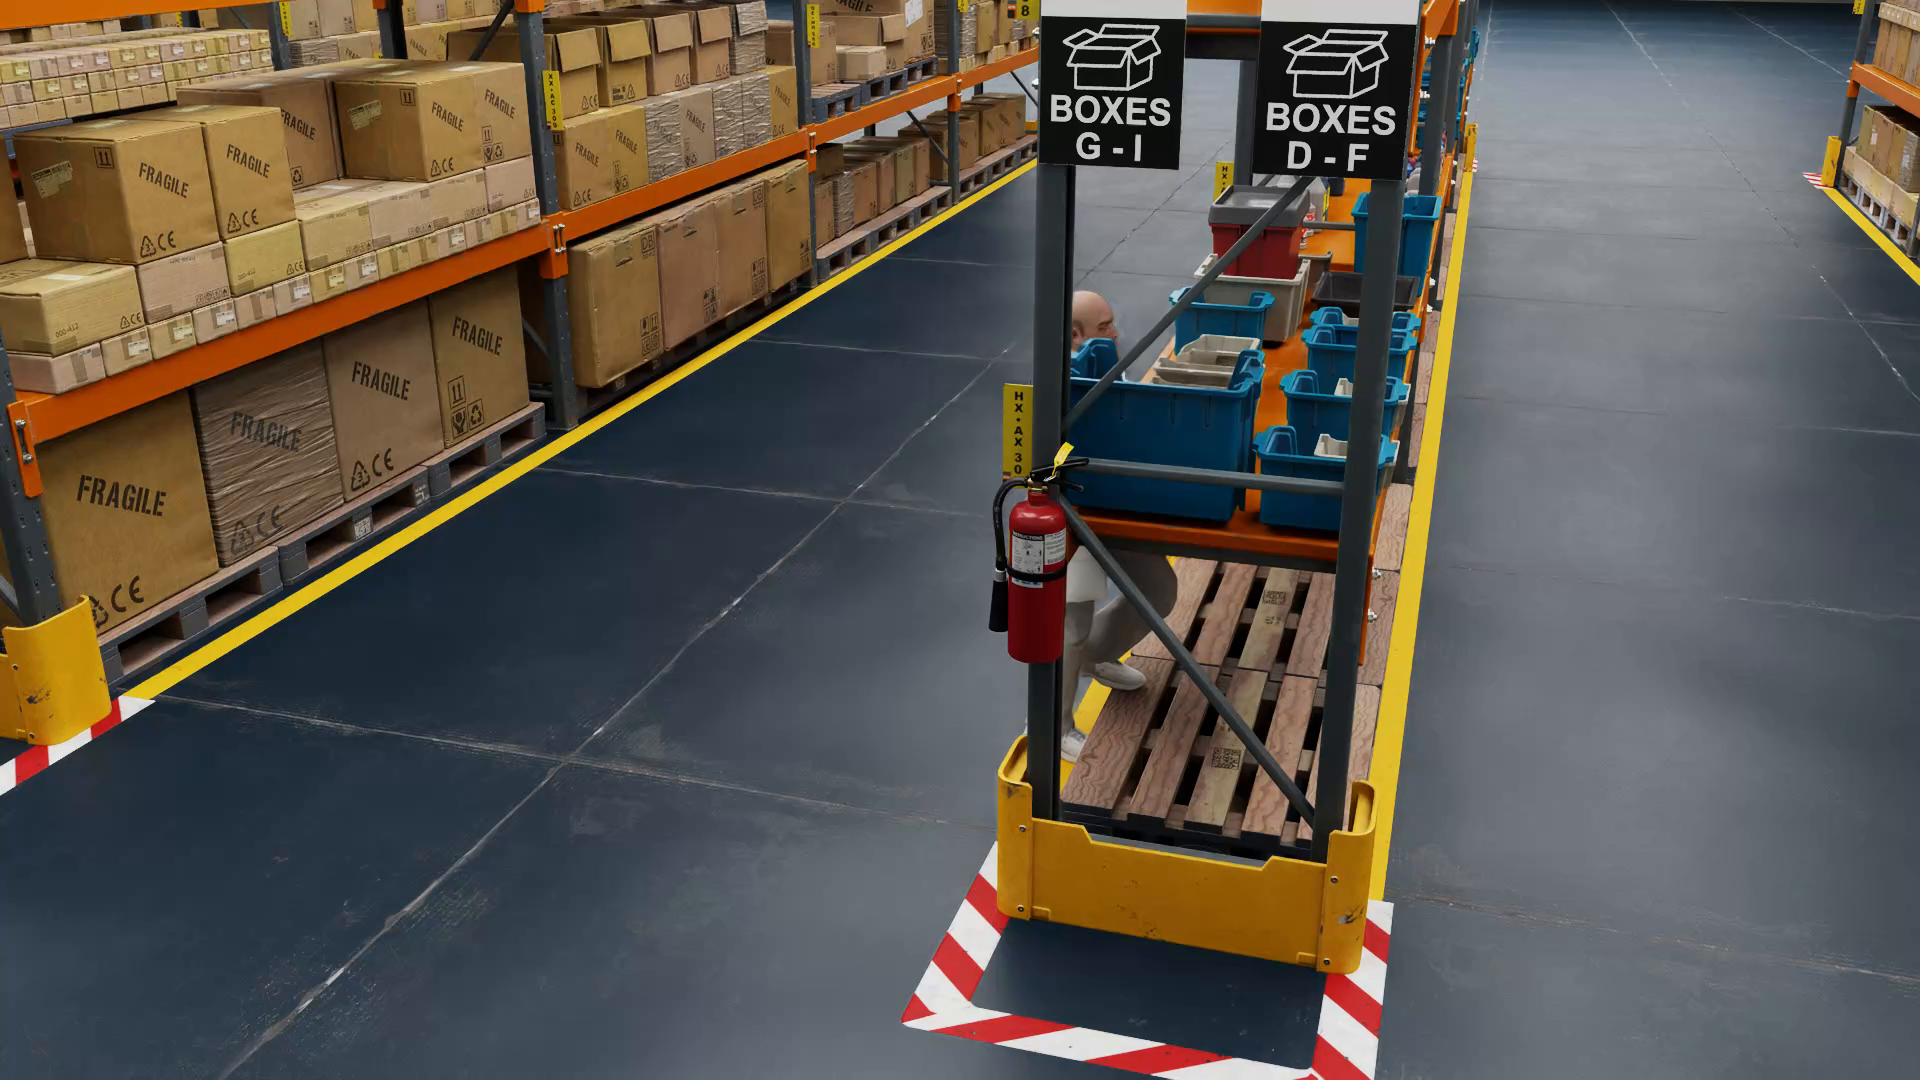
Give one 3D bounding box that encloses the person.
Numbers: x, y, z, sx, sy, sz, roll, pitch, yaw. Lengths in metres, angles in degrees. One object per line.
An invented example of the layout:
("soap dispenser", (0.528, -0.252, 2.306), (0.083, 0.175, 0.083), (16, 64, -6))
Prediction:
("person", (0.546, -0.027, 6.178), (0.557, 1.780, 0.515), (14, 25, 31))
